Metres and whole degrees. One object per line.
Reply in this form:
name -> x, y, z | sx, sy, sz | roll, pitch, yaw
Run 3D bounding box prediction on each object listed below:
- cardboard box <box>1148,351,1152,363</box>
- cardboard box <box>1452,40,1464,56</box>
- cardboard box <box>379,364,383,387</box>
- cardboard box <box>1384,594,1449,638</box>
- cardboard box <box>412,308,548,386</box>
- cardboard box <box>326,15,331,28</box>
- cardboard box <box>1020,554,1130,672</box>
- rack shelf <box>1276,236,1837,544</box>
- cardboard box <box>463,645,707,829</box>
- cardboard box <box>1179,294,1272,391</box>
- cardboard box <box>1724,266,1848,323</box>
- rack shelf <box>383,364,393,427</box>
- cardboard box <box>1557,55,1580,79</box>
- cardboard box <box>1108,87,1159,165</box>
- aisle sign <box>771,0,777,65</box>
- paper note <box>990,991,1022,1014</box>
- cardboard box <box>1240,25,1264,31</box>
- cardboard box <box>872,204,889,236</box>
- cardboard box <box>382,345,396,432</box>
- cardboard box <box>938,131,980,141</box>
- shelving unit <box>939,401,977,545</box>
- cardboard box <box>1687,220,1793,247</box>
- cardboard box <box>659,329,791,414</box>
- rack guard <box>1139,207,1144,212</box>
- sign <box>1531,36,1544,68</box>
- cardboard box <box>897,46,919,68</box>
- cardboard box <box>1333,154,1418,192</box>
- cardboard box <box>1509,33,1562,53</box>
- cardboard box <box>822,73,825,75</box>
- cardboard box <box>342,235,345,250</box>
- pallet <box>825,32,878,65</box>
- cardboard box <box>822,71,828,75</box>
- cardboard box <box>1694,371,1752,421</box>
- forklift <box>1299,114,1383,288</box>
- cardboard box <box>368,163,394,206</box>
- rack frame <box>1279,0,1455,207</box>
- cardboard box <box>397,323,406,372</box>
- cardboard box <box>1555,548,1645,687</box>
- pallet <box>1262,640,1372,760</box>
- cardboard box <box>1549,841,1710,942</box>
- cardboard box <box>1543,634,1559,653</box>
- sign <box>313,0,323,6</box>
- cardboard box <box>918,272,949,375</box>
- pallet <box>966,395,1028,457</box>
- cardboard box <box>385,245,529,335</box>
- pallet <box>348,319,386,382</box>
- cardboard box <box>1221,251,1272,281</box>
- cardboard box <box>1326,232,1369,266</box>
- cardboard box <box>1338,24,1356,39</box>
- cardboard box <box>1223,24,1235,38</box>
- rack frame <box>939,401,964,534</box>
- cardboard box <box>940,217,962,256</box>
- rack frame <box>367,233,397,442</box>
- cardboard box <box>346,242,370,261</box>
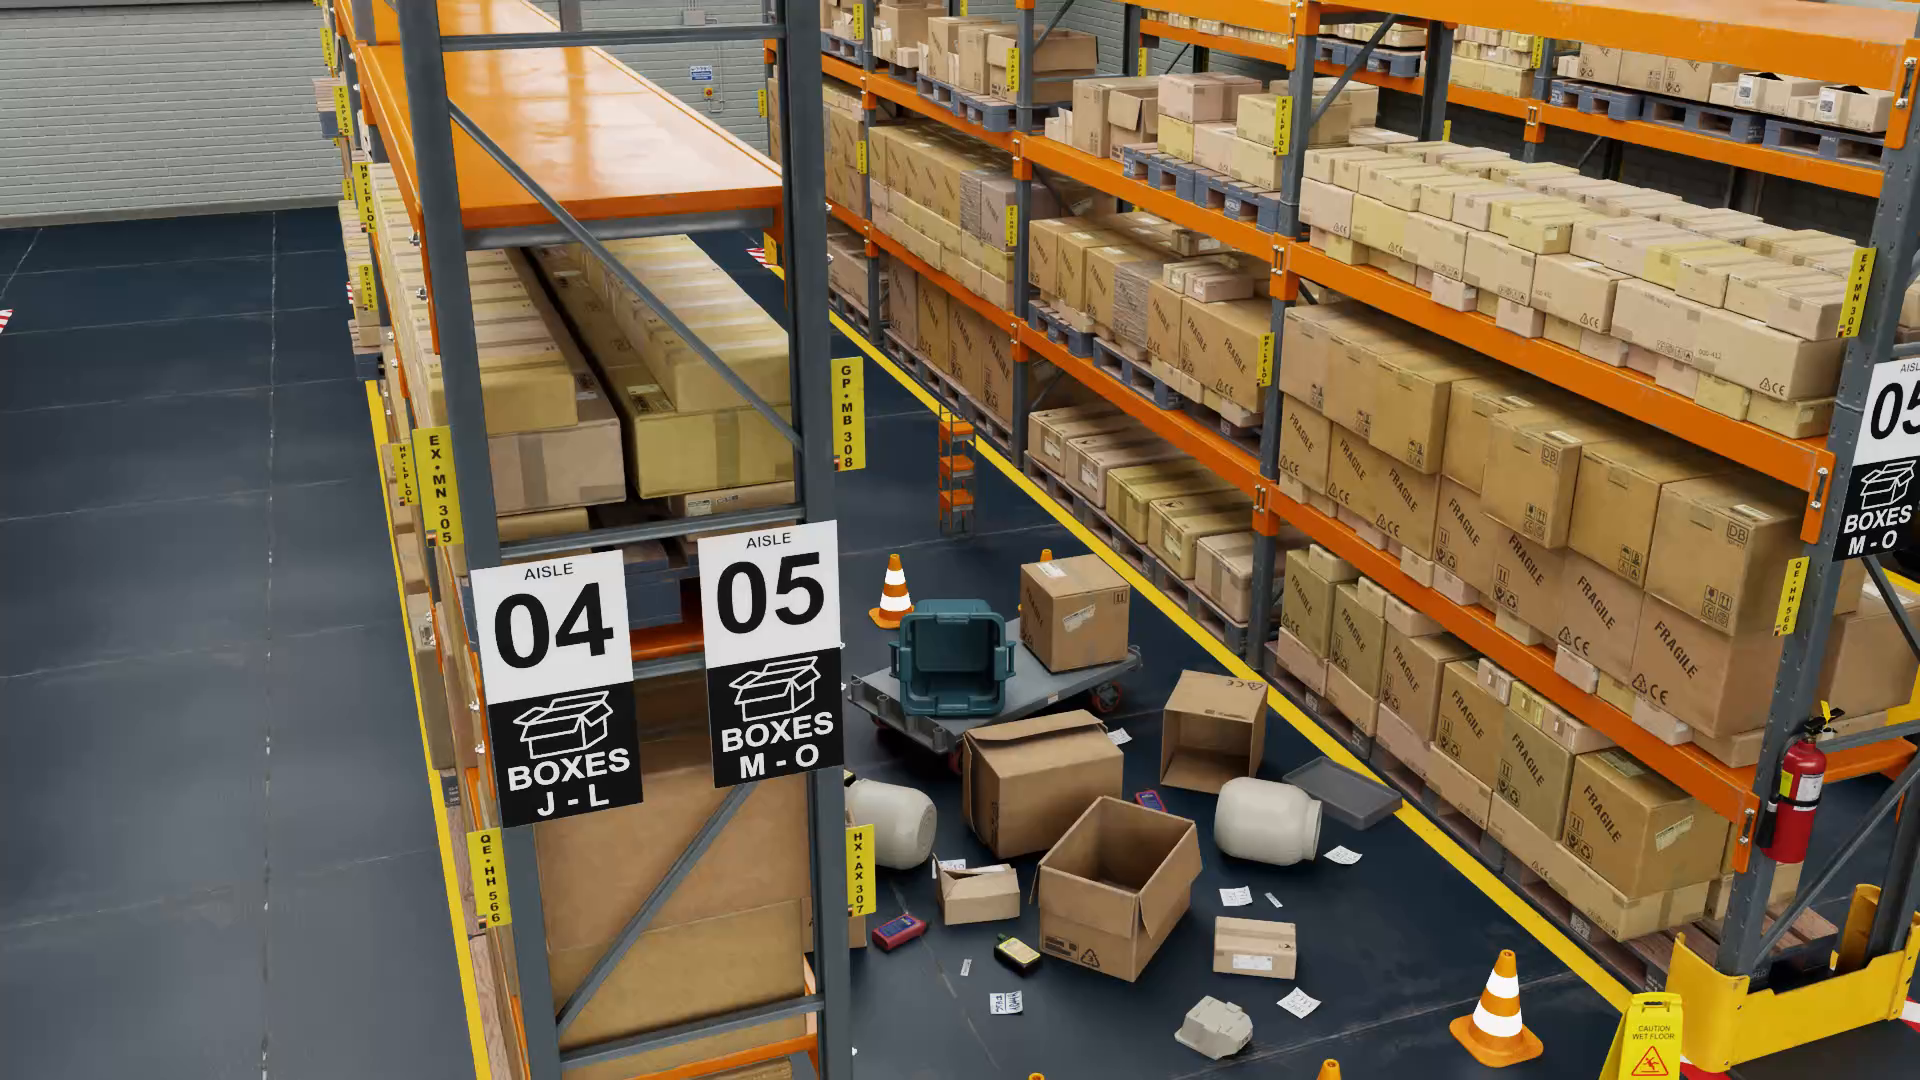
cardboard box -> 1.562, -1.331, 11.829 | 0.380, 0.149, 0.250 | -9, 25, -21
cardboard box -> 4.912, -4.728, 15.923 | 0.380, 0.149, 0.250 | -8, 24, -19
cardboard box -> -4.695, -1.516, 14.198 | 0.500, 0.250, 0.500 | -7, 24, -17
cardboard box -> 2.571, 0.396, 9.147 | 0.380, 0.149, 0.250 | -7, 24, -16
cardboard box -> -1.450, -0.586, 5.044 | 0.380, 0.149, 0.250 | -8, 24, -18
cardboard box -> -5.671, -4.794, 15.436 | 0.380, 0.149, 0.250 | -8, 24, -19
cardboard box -> 0.691, 0.436, 10.097 | 0.500, 0.500, 0.500 | -8, 24, -19
rack shelf -> 3.052, -0.946, 8.197 | 1.077, 0.370, 4.000 | -8, 24, -19
cardboard box -> -1.212, 0.653, 5.754 | 0.875, 0.550, 0.550 | -8, 24, -19
cardboard box -> 1.791, -1.315, 10.955 | 0.500, 0.500, 0.500 | -8, 24, -19
cardboard box -> 3.308, -0.984, 6.657 | 0.380, 0.149, 0.250 | -8, 24, -18
rack shelf -> -4.369, -1.755, 13.977 | 1.077, 0.370, 4.000 | -8, 24, -19
cardboard box -> 5.414, -4.104, 14.393 | 0.380, 0.166, 0.250 | -8, 24, -19
cardboard box -> 1.498, -2.955, 11.904 | 0.797, 0.503, 0.637 | -8, 24, -19
aisle sign -> -2.190, -6.166, 20.171 | 0.394, 0.787, 0.004 | -8, 24, -19
paper note -> 0.213, 2.129, 7.662 | 0.144, 0.017, 0.142 | 0, 23, -1
cardboard box -> 3.564, -5.990, 19.047 | 0.500, 0.250, 0.500 | -9, 25, -21
cardboard box -> -0.572, -3.264, 16.824 | 0.500, 0.250, 0.500 | -9, 24, -20
cardboard box -> -3.574, -1.021, 11.182 | 0.500, 0.500, 0.500 | -9, 24, -19
cardboard box -> 0.102, -3.721, 16.300 | 0.500, 0.500, 0.500 | -8, 24, -18
shelving unit -> -0.019, -0.503, 12.592 | 0.215, 1.050, 0.252 | -8, 24, -19
cardboard box -> 3.493, -1.327, 7.470 | 0.380, 0.149, 0.250 | -8, 24, -19
cardboard box -> -0.657, -0.491, 4.818 | 0.380, 0.149, 0.250 | -8, 24, -18
rack guard -> 2.776, -4.485, 22.748 | 1.175, 0.500, 0.348 | -8, 24, -19
sign -> 5.067, -4.305, 14.573 | 0.100, 0.325, 0.005 | -8, 24, -19
cardboard box -> -0.361, -4.489, 15.437 | 0.380, 0.166, 0.250 | -10, 25, -23
cardboard box -> 2.271, -2.006, 9.082 | 0.380, 0.149, 0.250 | -8, 24, -17
cardboard box -> 5.177, -4.476, 14.942 | 0.380, 0.149, 0.250 | -8, 24, -17
cardboard box -> -1.774, -5.332, 19.288 | 0.380, 0.149, 0.250 | -9, 25, -21
cardboard box -> -5.367, -2.684, 15.040 | 0.380, 0.149, 0.250 | -10, 25, -22
pallet -> -0.760, -5.169, 17.404 | 1.003, 0.211, 1.213 | -8, 24, -19
cardboard box -> -1.467, -5.596, 19.914 | 0.380, 0.149, 0.250 | -8, 24, -18
cardboard box -> 3.252, -0.612, 6.802 | 0.380, 0.149, 0.250 | -8, 24, -19
forklift -> 3.347, -1.845, 13.354 | 3.031, 2.935, 1.130 | 20, 30, 40
cardboard box -> -2.439, -1.601, 7.451 | 0.380, 0.149, 0.250 | -8, 24, -18
rack frame -> 2.346, -3.386, 9.198 | 1.000, 3.000, 0.127 | -8, 24, -19
cardboard box -> -1.987, -0.771, 6.508 | 0.380, 0.149, 0.250 | -8, 24, -19
cardboard box -> 3.137, 0.306, 7.649 | 0.500, 0.500, 0.500 | -8, 24, -19
pallet -> 2.616, 0.902, 10.338 | 1.003, 0.211, 1.213 | -8, 24, -19
cardboard box -> 3.213, 1.639, 7.998 | 0.500, 0.250, 0.500 | -8, 24, -19
cardboard box -> 3.084, 0.466, 8.106 | 0.380, 0.149, 0.250 | -8, 24, -18
sign -> -6.996, -5.977, 18.081 | 0.100, 0.325, 0.005 | -8, 24, -19
cardboard box -> 0.140, -2.202, 16.307 | 0.875, 0.875, 0.875 | -8, 24, -17
pallet -> 0.725, -1.087, 15.058 | 1.003, 0.211, 1.213 | -8, 24, -19
cardboard box -> -1.980, -1.013, 6.571 | 0.500, 0.250, 0.500 | -9, 24, -20
pallet -> -4.014, -1.515, 12.730 | 1.213, 0.211, 1.003 | -8, 24, -19
cardboard box -> 2.030, -1.898, 11.502 | 0.380, 0.149, 0.250 | -7, 24, -16
cardboard box -> 2.264, -1.638, 9.236 | 0.380, 0.149, 0.250 | -8, 24, -19
cardboard box -> 4.145, -5.273, 17.191 | 0.380, 0.149, 0.250 | -8, 24, -18
cardboard box -> 3.344, -6.038, 19.674 | 0.380, 0.149, 0.250 | -8, 24, -18
rack frame -> -0.062, -0.548, 12.697 | 0.200, 1.050, 0.008 | -8, 24, -19
cardboard box -> 0.139, -2.747, 14.954 | 0.500, 0.250, 0.500 | -9, 24, -20
rack frame -> -3.663, -1.359, 12.113 | 1.000, 3.000, 0.127 | -8, 24, -19
cardboard box -> -4.719, -2.297, 13.354 | 0.380, 0.149, 0.250 | -7, 24, -16
